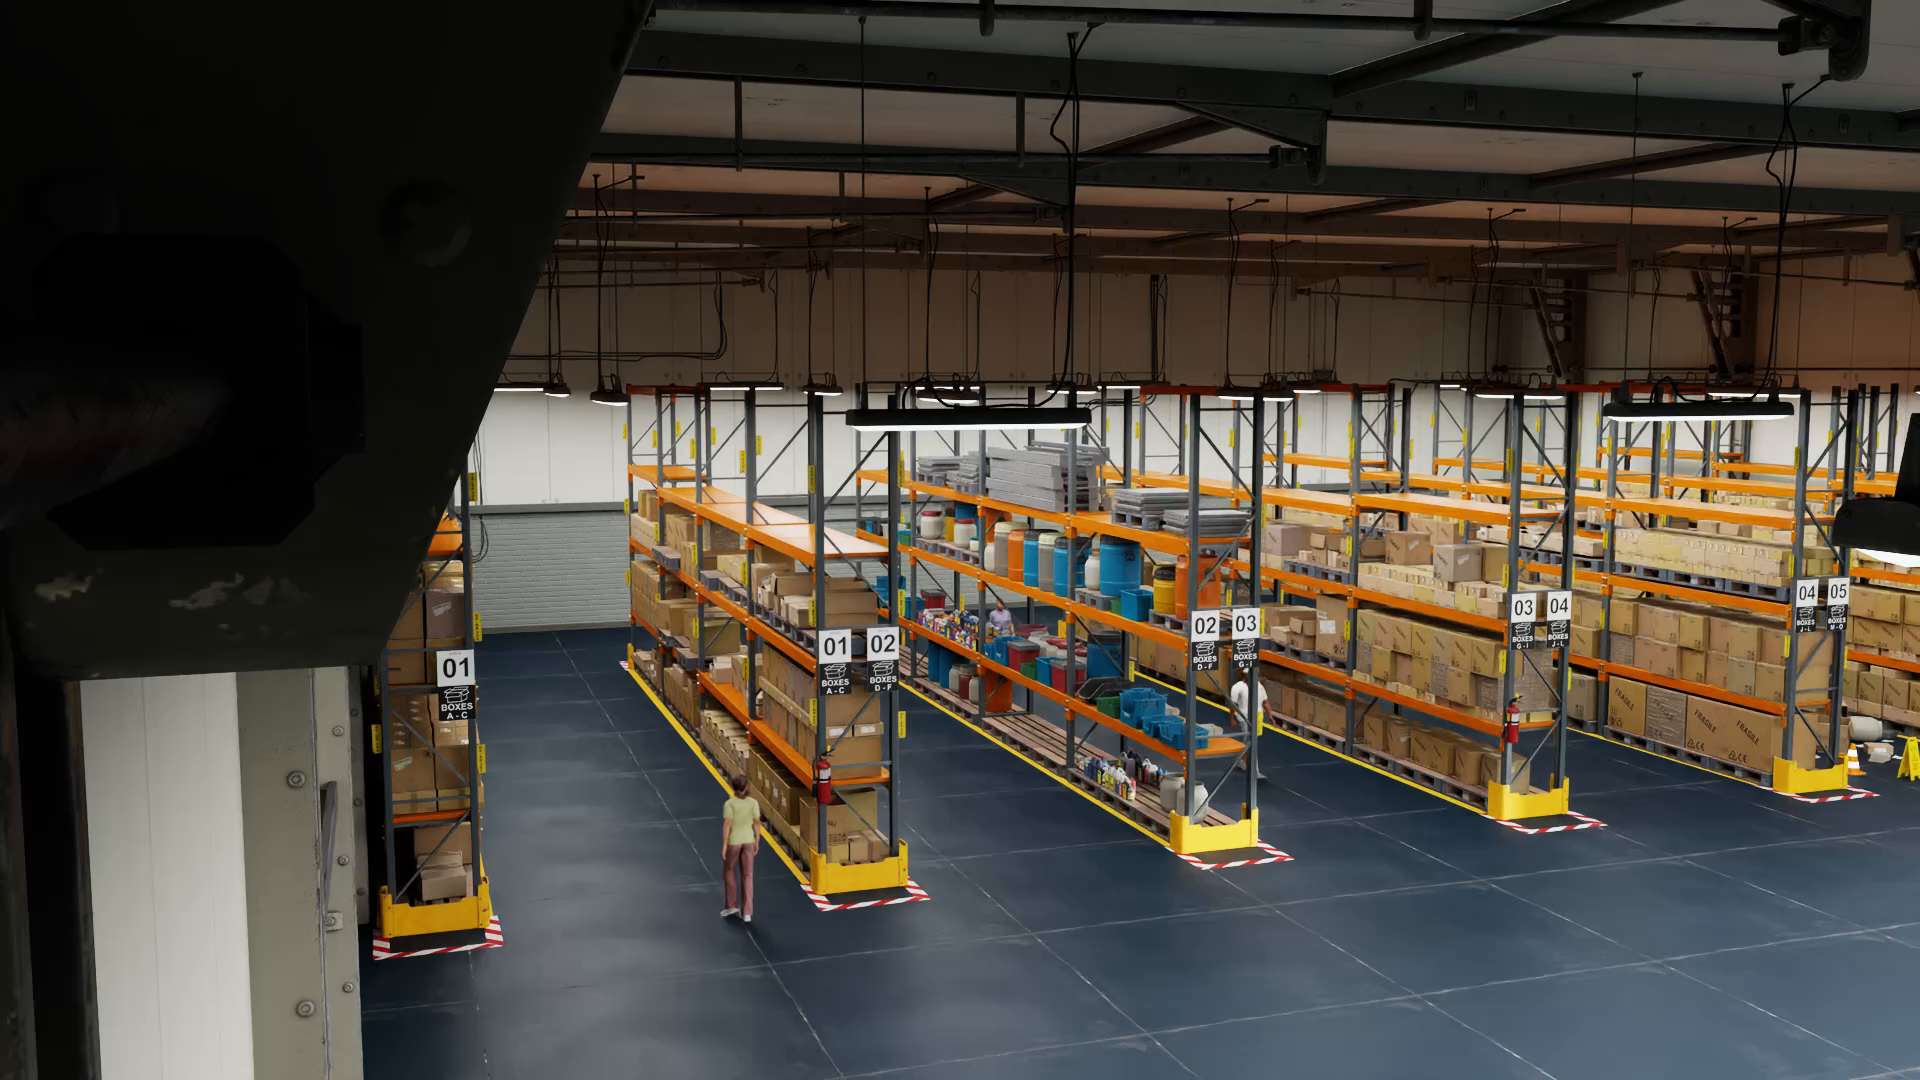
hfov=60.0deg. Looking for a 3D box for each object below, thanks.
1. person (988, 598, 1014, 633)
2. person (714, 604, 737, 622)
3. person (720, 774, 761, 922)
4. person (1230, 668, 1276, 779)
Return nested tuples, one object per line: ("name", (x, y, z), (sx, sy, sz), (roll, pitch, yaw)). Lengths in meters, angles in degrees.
("person", (0.849, 1.995, 34.230), (0.498, 1.583, 1.034), (-2, 6, -22))
("person", (-5.183, 1.746, 36.211), (0.608, 1.657, 1.089), (-5, 8, -38))
("person", (-2.519, 3.557, 19.136), (0.483, 1.715, 0.595), (-2, 6, -22))
("person", (4.549, 2.793, 25.776), (0.590, 1.728, 0.962), (-2, 6, -23))
